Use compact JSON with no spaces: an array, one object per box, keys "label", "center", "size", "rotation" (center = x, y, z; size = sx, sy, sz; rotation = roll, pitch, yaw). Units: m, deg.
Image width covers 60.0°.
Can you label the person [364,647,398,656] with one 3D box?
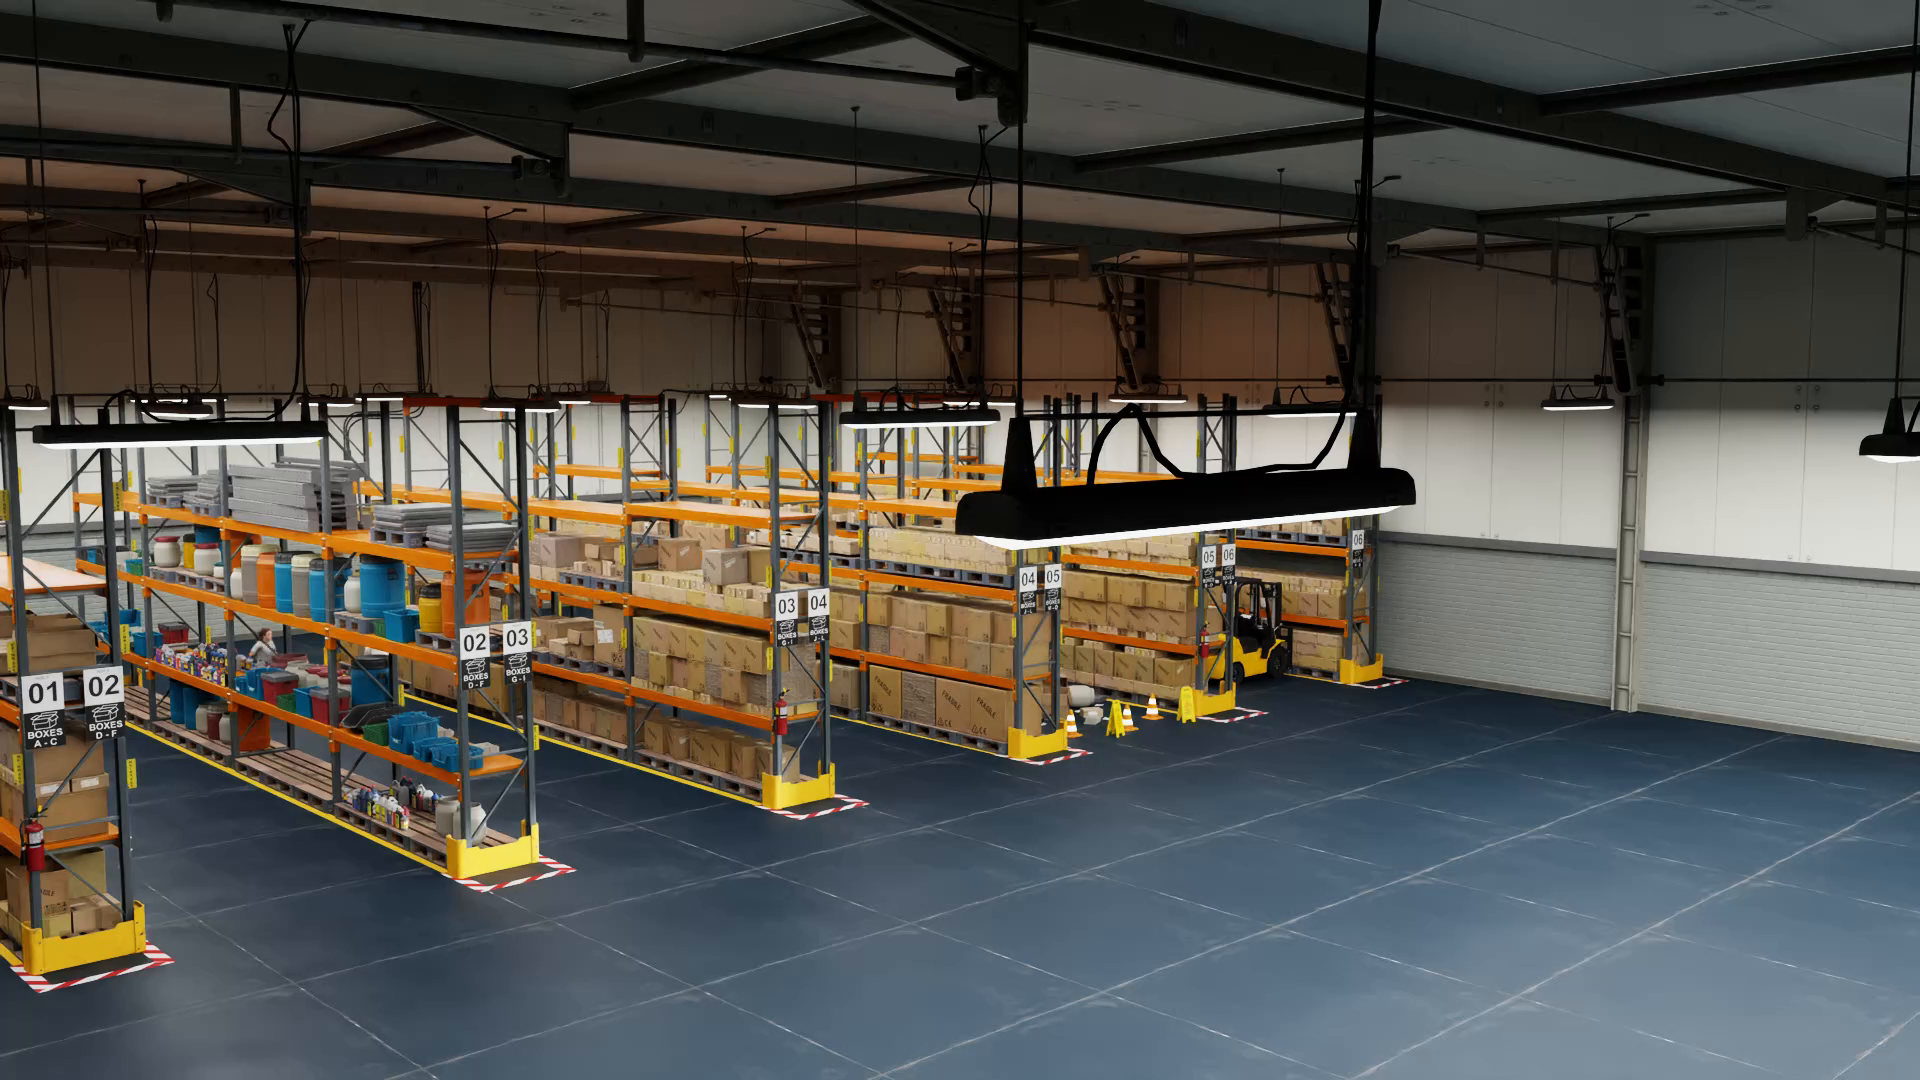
[{"label":"person","center":[-10.946,2.409,31.592],"size":[0.632,1.752,0.703],"rotation":[-5,7,-42]}]

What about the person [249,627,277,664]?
[{"label":"person","center":[-13.219,2.491,31.519],"size":[0.784,1.665,0.653],"rotation":[1,6,15]}]
